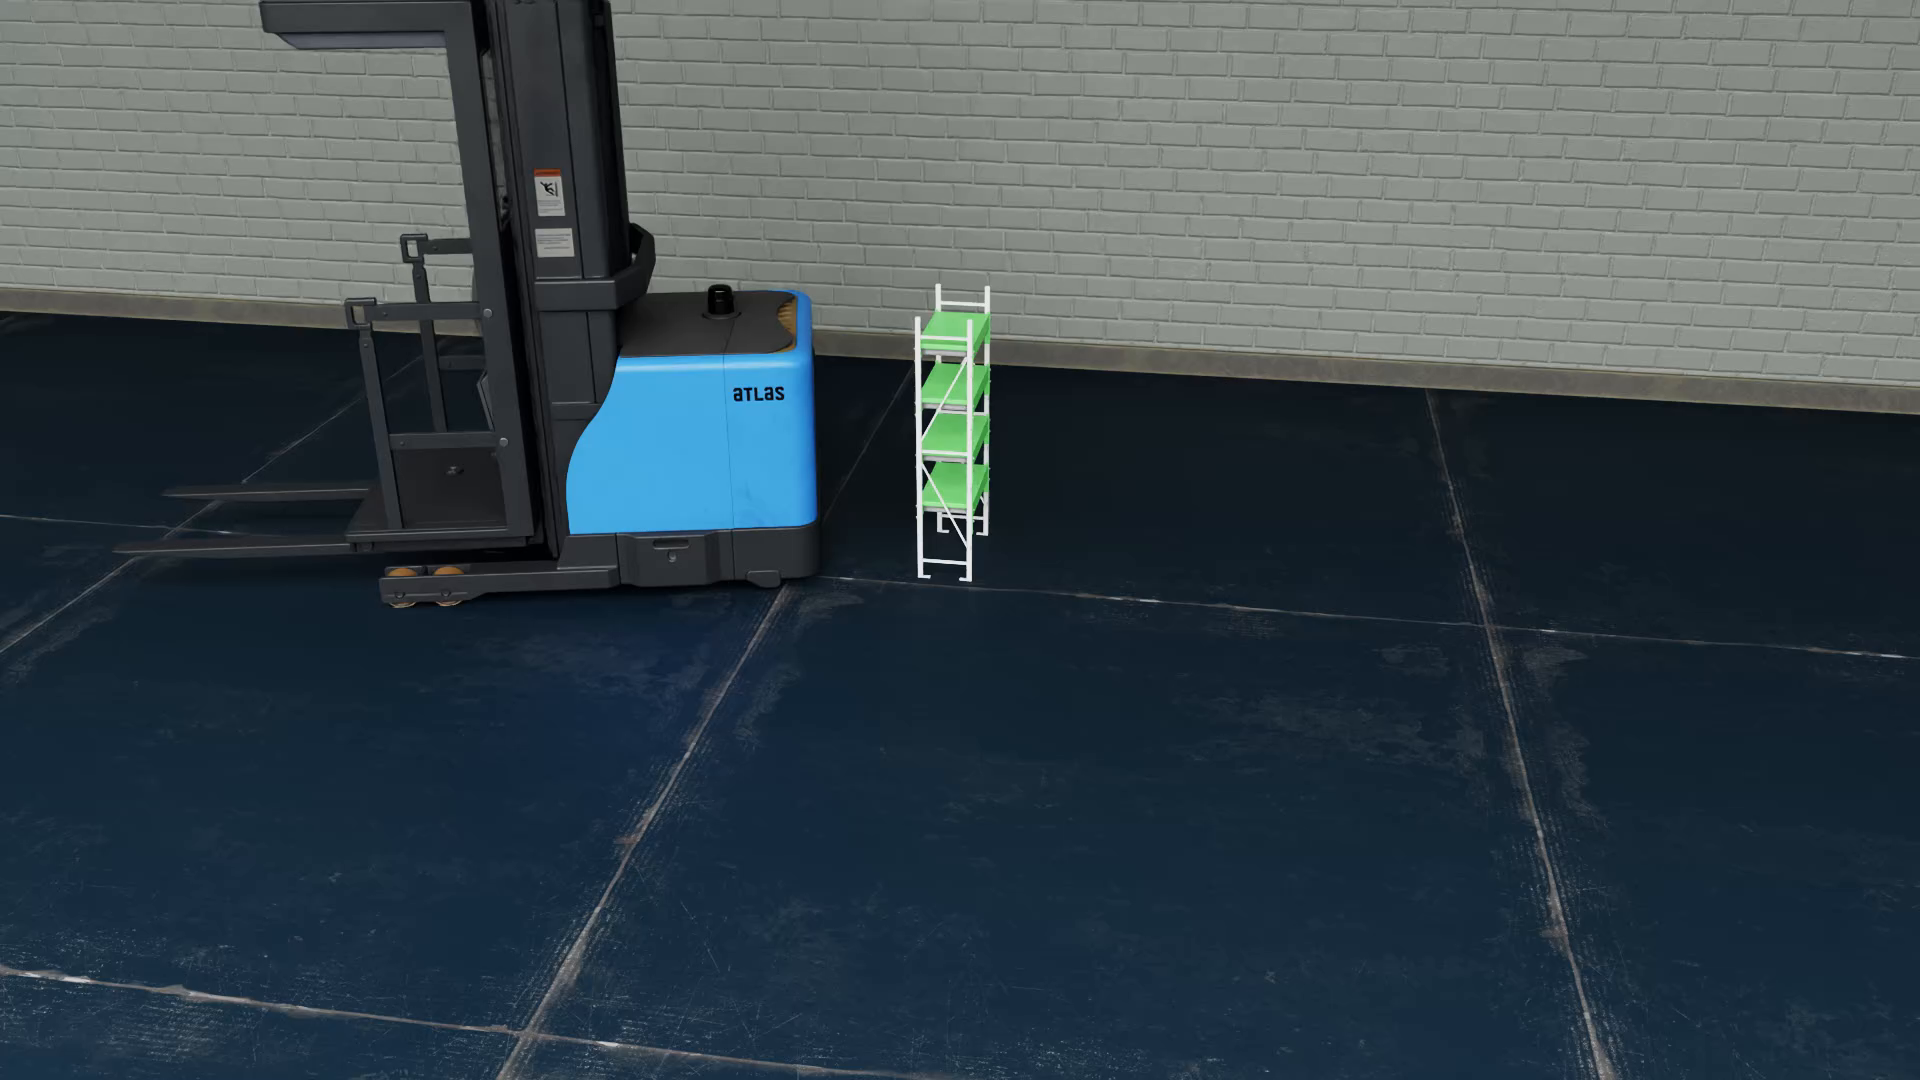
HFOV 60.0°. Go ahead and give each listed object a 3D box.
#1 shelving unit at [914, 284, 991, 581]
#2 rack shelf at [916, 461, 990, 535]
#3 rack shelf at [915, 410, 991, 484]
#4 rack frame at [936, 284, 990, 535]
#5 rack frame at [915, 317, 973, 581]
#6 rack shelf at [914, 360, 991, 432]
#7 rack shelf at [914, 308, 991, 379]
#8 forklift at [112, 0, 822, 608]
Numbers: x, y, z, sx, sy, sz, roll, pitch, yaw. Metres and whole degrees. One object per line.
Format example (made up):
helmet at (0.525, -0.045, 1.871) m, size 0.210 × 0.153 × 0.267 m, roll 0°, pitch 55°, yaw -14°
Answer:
shelving unit at (-0.027, -0.474, 7.348) m, size 0.258 × 1.200 × 0.503 m, roll 4°, pitch 25°, yaw 9°
rack shelf at (-0.027, -0.199, 7.477) m, size 0.258 × 0.148 × 0.480 m, roll 4°, pitch 25°, yaw 9°
rack shelf at (-0.027, -0.416, 7.375) m, size 0.258 × 0.148 × 0.480 m, roll 4°, pitch 25°, yaw 9°
rack frame at (0.013, -0.576, 7.566) m, size 0.240 × 1.200 × 0.015 m, roll 4°, pitch 25°, yaw 9°
rack frame at (-0.067, -0.372, 7.130) m, size 0.240 × 1.200 × 0.015 m, roll 4°, pitch 25°, yaw 9°
rack shelf at (-0.027, -0.634, 7.273) m, size 0.258 × 0.148 × 0.480 m, roll 4°, pitch 25°, yaw 9°
rack shelf at (-0.027, -0.851, 7.171) m, size 0.258 × 0.148 × 0.480 m, roll 4°, pitch 25°, yaw 9°
forklift at (-2.151, -1.270, 7.006) m, size 3.031 × 2.935 × 1.130 m, roll -2°, pitch 25°, yaw -4°
